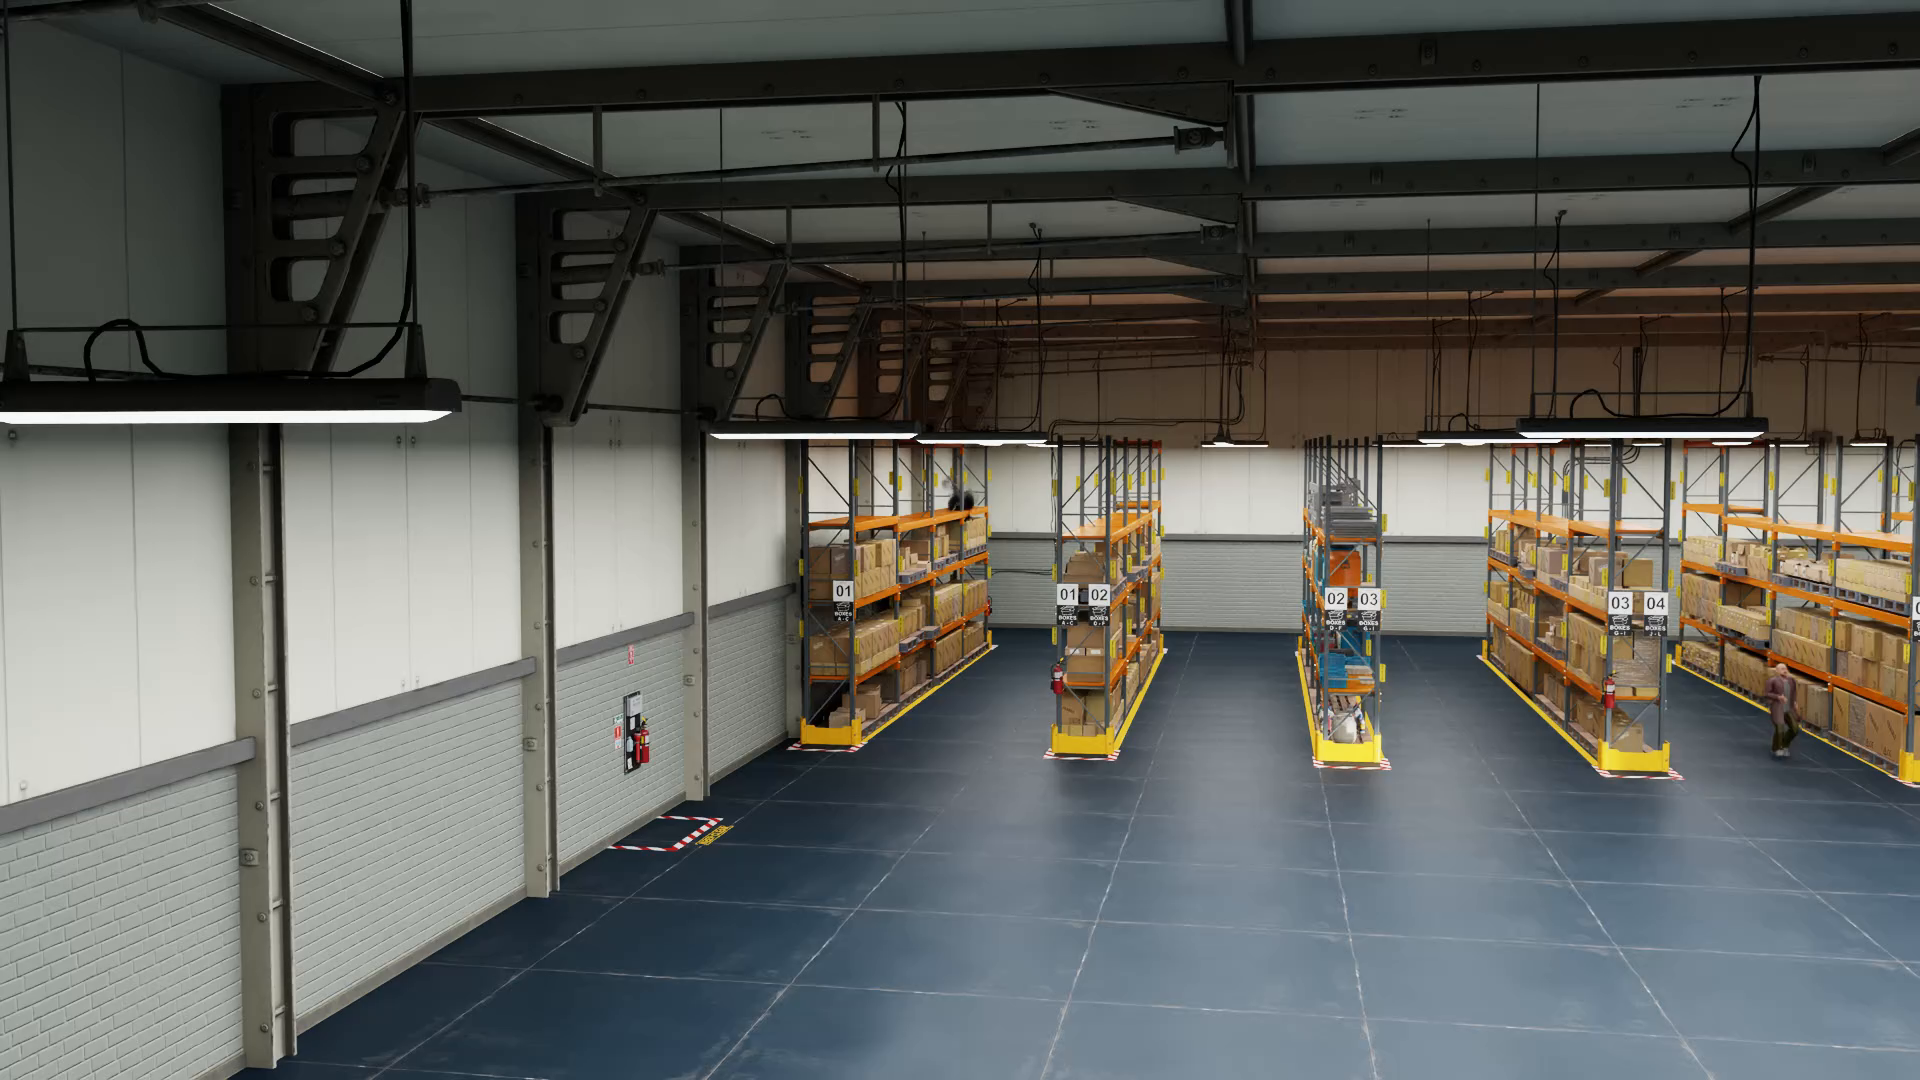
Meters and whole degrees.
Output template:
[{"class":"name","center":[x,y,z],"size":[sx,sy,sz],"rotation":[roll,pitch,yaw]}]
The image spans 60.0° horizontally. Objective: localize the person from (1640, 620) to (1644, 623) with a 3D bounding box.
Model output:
[{"class":"person","center":[18.046,2.389,44.876],"size":[0.716,1.784,0.909],"rotation":[3,4,43]}]

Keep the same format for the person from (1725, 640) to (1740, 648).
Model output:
[{"class":"person","center":[20.935,2.429,45.264],"size":[0.749,1.677,0.530],"rotation":[-1,3,-22]}]

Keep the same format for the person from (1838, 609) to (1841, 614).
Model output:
[{"class":"person","center":[23.839,2.513,45.174],"size":[0.578,1.565,0.580],"rotation":[1,3,13]}]

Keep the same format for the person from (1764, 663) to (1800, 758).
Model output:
[{"class":"person","center":[15.303,3.176,30.849],"size":[0.694,1.763,0.672],"rotation":[0,3,-1]}]
